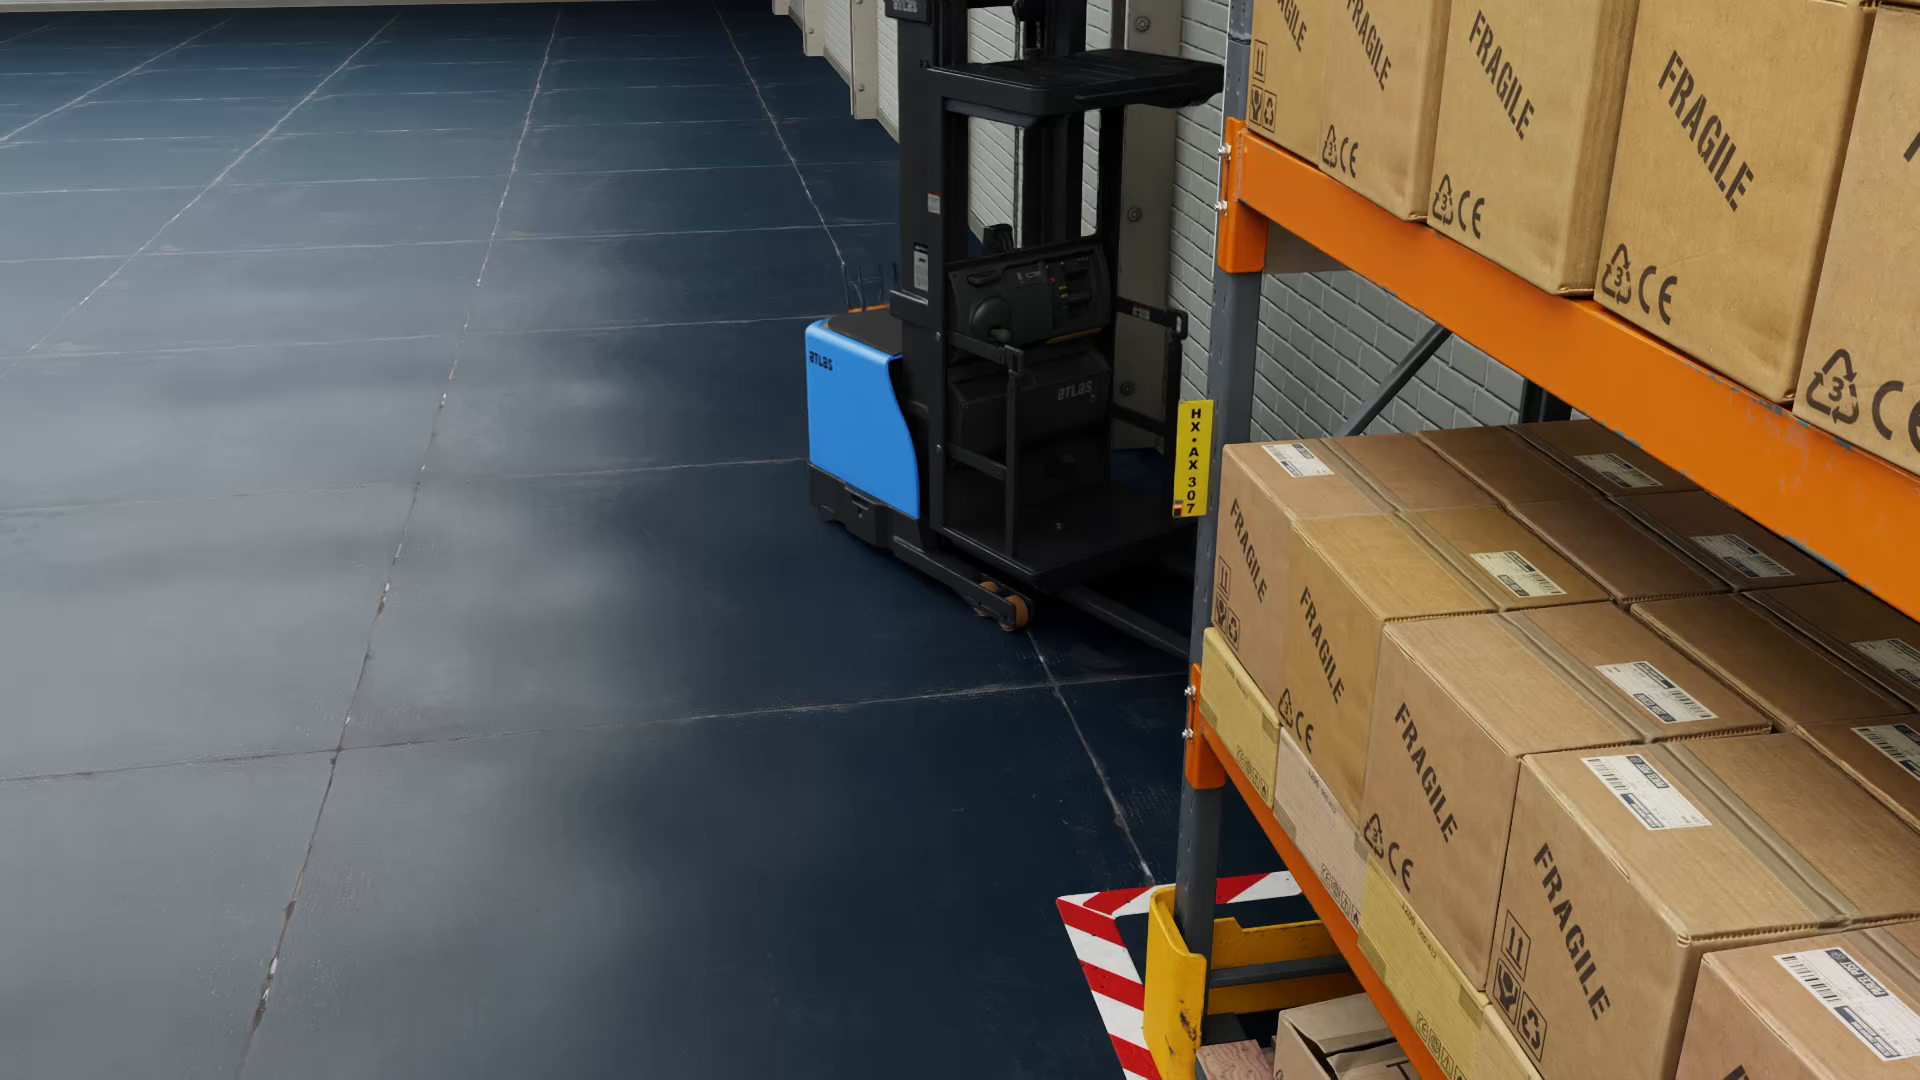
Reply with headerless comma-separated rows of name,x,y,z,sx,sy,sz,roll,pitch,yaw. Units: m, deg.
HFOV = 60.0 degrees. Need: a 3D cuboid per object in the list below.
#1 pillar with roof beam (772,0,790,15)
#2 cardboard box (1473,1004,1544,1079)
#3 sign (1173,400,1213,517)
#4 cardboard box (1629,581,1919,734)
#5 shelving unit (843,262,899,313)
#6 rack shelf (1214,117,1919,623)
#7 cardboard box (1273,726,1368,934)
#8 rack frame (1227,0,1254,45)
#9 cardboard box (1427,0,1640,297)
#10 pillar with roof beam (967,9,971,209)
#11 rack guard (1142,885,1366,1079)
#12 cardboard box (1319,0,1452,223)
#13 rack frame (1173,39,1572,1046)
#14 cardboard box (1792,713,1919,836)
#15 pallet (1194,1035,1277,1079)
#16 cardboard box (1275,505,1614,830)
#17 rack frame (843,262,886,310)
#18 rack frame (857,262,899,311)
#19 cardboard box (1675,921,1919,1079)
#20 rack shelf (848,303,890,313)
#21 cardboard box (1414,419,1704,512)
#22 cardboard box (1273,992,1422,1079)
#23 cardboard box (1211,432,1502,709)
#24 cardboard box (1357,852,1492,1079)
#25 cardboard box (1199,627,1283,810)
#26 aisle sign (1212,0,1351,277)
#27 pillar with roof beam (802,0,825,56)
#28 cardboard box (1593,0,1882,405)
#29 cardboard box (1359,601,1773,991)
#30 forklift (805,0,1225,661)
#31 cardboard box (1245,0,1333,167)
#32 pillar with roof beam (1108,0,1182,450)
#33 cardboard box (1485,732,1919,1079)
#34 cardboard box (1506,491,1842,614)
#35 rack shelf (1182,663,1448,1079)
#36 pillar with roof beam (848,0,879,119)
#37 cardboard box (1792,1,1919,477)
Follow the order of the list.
pillar with roof beam,-7.645,-13.877,29.280,9.100,9.000,0.400,-4,24,-10
cardboard box,1.222,1.020,2.828,0.500,0.250,0.500,-4,24,-9
sign,0.621,-0.214,4.411,0.100,0.325,0.005,-4,24,-10
cardboard box,1.633,0.430,3.244,0.500,0.500,0.500,-5,24,-11
shelving unit,-0.441,-0.958,9.428,0.258,1.200,0.189,-13,14,-28
rack shelf,1.524,-0.116,2.419,1.077,0.370,4.000,-4,24,-10
cardboard box,1.042,0.621,3.744,0.500,0.250,0.500,-5,24,-11
rack frame,1.154,-2.607,3.476,1.000,3.000,0.127,-4,24,-10
cardboard box,1.134,-0.719,2.752,0.500,0.500,0.500,-3,24,-7
pillar with roof beam,-4.316,-6.797,13.070,9.100,9.000,0.400,-4,24,-10
rack guard,1.168,1.318,5.108,1.175,0.500,0.348,-4,24,-10
cardboard box,1.034,-0.923,3.219,0.500,0.500,0.500,-3,24,-6
rack frame,1.154,0.142,4.676,1.000,3.000,0.127,-4,24,-10
cardboard box,1.726,0.628,2.790,0.500,0.500,0.500,-4,24,-9
pallet,1.283,1.772,4.428,1.003,0.211,1.213,-4,24,-10
cardboard box,1.028,0.263,3.625,0.500,0.500,0.500,-4,24,-10
rack frame,-0.487,-0.971,9.506,0.240,1.200,0.006,-13,14,-28
rack frame,-0.395,-0.946,9.350,0.240,1.200,0.006,-13,14,-28
cardboard box,1.322,0.874,2.227,0.500,0.500,0.500,-5,24,-11
rack shelf,-0.476,-1.264,9.358,0.258,0.103,0.180,-13,14,-28
cardboard box,1.450,0.028,4.164,0.500,0.500,0.500,-5,24,-10
cardboard box,1.193,1.452,4.488,0.500,0.311,0.500,-7,25,-16
cardboard box,0.947,0.068,4.071,0.500,0.500,0.500,-4,24,-10
cardboard box,1.130,0.821,3.284,0.500,0.250,0.500,-5,24,-11
cardboard box,0.932,0.417,4.209,0.500,0.250,0.500,-5,24,-11
aisle sign,0.846,-1.055,4.170,0.394,0.787,0.004,-4,24,-10
pillar with roof beam,-6.535,-11.517,23.877,9.100,9.000,0.400,-4,24,-10
cardboard box,1.254,-0.510,2.273,0.500,0.500,0.500,-3,24,-6
cardboard box,1.118,0.467,3.158,0.500,0.500,0.500,-5,24,-11
forklift,0.470,-1.141,7.700,1.130,2.935,3.031,-17,29,-34
cardboard box,0.970,-1.137,3.708,0.500,0.500,0.500,-4,24,-8
pillar with roof beam,-3.207,-4.437,7.666,9.100,9.000,0.400,-4,24,-10
cardboard box,1.225,0.669,2.695,0.500,0.500,0.500,-4,24,-8
cardboard box,1.533,0.227,3.709,0.500,0.500,0.500,-4,24,-9
rack shelf,1.524,1.259,3.019,1.077,0.370,4.000,-4,24,-10
pillar with roof beam,-5.426,-9.157,18.473,9.100,9.000,0.400,-4,24,-10
cardboard box,1.337,-0.309,1.813,0.500,0.500,0.500,-5,24,-12
